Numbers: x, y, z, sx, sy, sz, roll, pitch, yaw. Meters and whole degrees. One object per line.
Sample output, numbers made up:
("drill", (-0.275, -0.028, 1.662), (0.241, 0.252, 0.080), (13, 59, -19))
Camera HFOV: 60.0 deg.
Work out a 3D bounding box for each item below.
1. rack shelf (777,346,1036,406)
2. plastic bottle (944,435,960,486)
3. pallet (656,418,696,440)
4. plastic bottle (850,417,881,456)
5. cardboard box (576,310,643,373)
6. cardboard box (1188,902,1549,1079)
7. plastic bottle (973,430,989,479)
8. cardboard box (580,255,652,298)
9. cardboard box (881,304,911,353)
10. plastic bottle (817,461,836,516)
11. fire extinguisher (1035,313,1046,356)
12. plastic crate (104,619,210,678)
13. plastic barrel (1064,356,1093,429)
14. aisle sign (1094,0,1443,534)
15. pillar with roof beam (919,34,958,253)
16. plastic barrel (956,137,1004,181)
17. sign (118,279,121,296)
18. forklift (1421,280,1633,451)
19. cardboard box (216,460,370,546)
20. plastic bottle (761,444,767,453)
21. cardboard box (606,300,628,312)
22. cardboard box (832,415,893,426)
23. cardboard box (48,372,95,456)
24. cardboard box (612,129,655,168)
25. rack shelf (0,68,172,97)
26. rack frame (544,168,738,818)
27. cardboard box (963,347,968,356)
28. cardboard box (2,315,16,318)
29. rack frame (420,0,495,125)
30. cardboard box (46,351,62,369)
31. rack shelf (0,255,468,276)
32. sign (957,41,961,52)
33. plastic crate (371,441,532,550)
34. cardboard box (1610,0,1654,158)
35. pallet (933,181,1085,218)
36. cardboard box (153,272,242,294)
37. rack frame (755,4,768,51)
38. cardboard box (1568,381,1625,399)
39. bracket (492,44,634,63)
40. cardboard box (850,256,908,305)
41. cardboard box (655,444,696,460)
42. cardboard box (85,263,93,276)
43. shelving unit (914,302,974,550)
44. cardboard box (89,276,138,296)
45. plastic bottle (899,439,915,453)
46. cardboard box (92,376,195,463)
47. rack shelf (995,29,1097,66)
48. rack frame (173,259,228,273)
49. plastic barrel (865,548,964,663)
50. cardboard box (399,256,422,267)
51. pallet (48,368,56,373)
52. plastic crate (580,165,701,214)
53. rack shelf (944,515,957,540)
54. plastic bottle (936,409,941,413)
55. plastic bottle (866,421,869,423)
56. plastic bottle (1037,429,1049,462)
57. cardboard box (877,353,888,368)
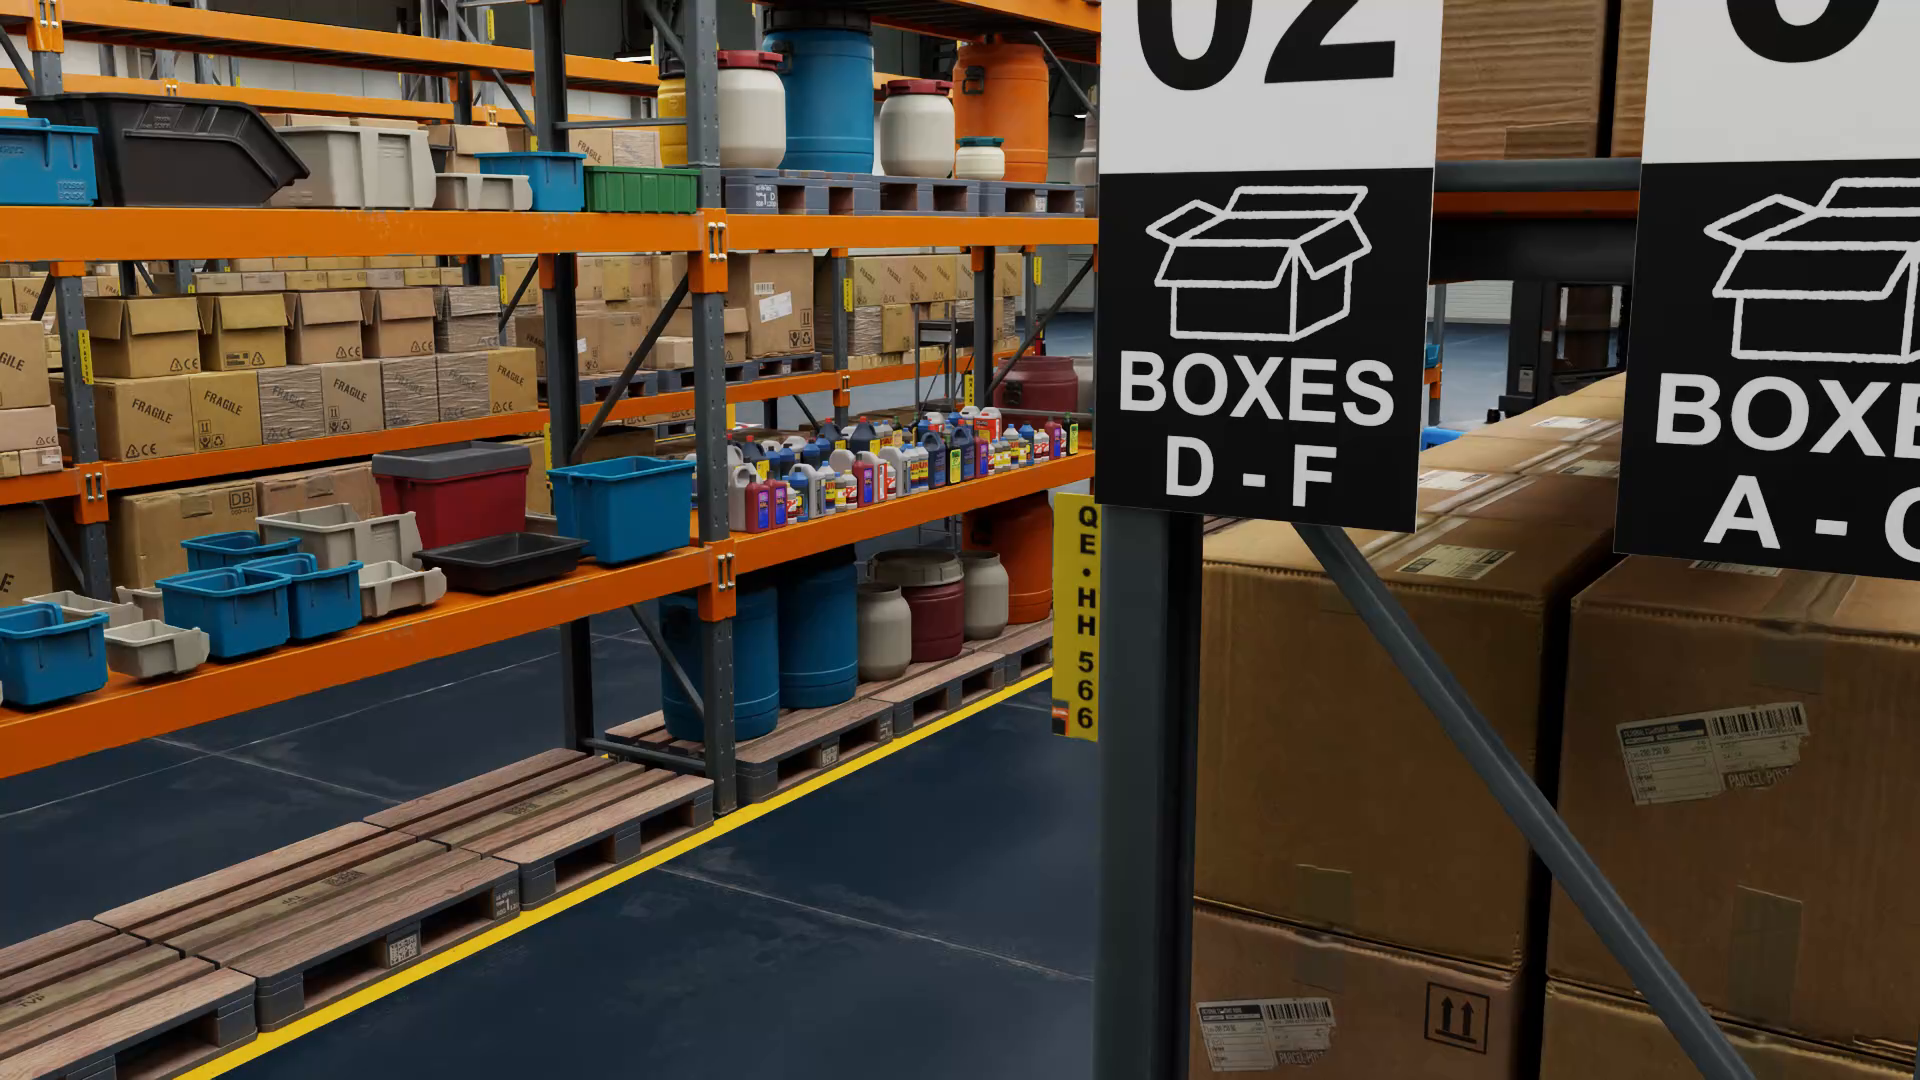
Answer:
("rack shelf", (-0.566, -1.912, 18.883), (1.077, 0.370, 4.000), (6, 12, 31))
("plastic bottle", (-0.052, -0.457, 9.475), (0.061, 0.283, 0.133), (6, 12, 31))
("pallet", (-4.063, -1.566, 22.658), (1.003, 0.211, 1.213), (6, 12, 31))
("plastic bottle", (-0.555, -0.551, 9.793), (0.144, 0.351, 0.185), (6, 12, 31))
("cardboard box", (-3.231, -1.763, 14.723), (0.700, 0.500, 0.500), (9, 14, 39))
("cardboard box", (0.630, 0.738, 2.503), (0.500, 0.500, 0.500), (7, 13, 32))
("plastic bottle", (0.113, -0.507, 9.742), (0.061, 0.283, 0.133), (6, 12, 31))
("cardboard box", (-4.554, -3.449, 21.798), (0.875, 0.550, 0.550), (6, 12, 31))
("cardboard box", (-1.028, -2.286, 17.849), (0.875, 0.500, 0.500), (6, 12, 31))
("plastic bottle", (-0.685, -0.266, 8.486), (0.097, 0.271, 0.097), (0, 11, 0))
("fire extinguisher", (0.926, -2.516, 20.365), (0.296, 0.674, 0.183), (6, 12, 31))
("plastic crate", (-2.602, 0.353, 5.384), (0.250, 0.136, 0.298), (6, 12, 31))
("plastic barrel", (0.903, -1.086, 12.212), (0.421, 0.512, 0.421), (0, 11, 0))
("aisle sign", (0.333, -0.413, 1.857), (0.394, 0.787, 0.004), (6, 12, 31))
("pillar with roof beam", (2.766, -10.289, 45.372), (9.100, 9.000, 0.548), (6, 12, 31))
("plastic barrel", (0.121, -2.279, 9.972), (0.301, 0.262, 0.301), (0, 11, 0))
("sign", (-8.344, -2.433, 16.567), (0.100, 0.325, 0.005), (6, 12, 31))
("forklift", (5.186, -1.179, 13.201), (1.130, 2.935, 3.031), (-7, 13, -34))
("cardboard box", (-4.980, -0.098, 11.872), (1.225, 0.875, 0.875), (6, 12, 29))
("plastic bottle", (-1.145, -0.388, 9.127), (0.152, 0.276, 0.135), (6, 12, 31))
("cardboard box", (-4.773, -2.829, 21.419), (0.875, 0.550, 0.500), (6, 12, 31))
("cardboard box", (-1.072, -1.078, 18.129), (0.500, 0.500, 0.500), (-9, 14, -39))
("cardboard box", (-5.748, -0.841, 10.939), (0.500, 0.500, 0.500), (6, 12, 31))
("cardboard box", (-2.951, -3.220, 14.133), (0.500, 0.500, 0.500), (6, 12, 31))
("rack shelf", (-8.906, -3.895, 14.263), (1.077, 0.370, 4.000), (6, 12, 31))
("rack frame", (-1.525, -0.219, 7.889), (1.000, 3.000, 0.127), (6, 12, 31))
("cardboard box", (-0.134, -2.194, 19.117), (0.380, 0.149, 0.250), (6, 12, 31))
("cardboard box", (-8.819, -1.968, 15.152), (0.380, 0.149, 0.250), (7, 13, 33))
("rack frame", (-5.791, -5.389, 19.201), (1.000, 3.000, 0.127), (6, 12, 31))
("cardboard box", (-8.266, -1.612, 14.870), (0.380, 0.149, 0.250), (6, 12, 28))
("rack shelf", (-4.720, -2.128, 11.887), (1.077, 0.370, 4.000), (6, 12, 31))
("sign", (0.009, -6.078, 20.129), (0.100, 0.325, 0.005), (6, 12, 31))
("plastic crate", (-2.203, -0.164, 7.255), (0.402, 0.464, 0.583), (6, 12, 31))
("cardboard box", (1.114, -0.574, 2.037), (0.500, 0.250, 0.500), (6, 12, 31))
("pallet", (0.071, -2.119, 10.398), (1.003, 0.211, 1.213), (6, 12, 31))
("cardboard box", (-7.626, -2.422, 16.663), (0.700, 0.500, 0.500), (6, 12, 30))
("rack frame", (-1.604, -4.899, 16.585), (1.000, 3.000, 0.127), (6, 12, 31))
("cardboard box", (1.954, -0.158, 4.571), (0.500, 0.500, 0.500), (6, 12, 29))
("bracket", (-8.393, -10.078, 34.463), (0.076, 0.066, 4.783), (6, 12, 31))
("cardboard box", (-0.895, -2.763, 17.677), (0.500, 0.500, 0.500), (6, 12, 31))
("cardboard box", (-2.785, -0.595, 15.491), (0.700, 0.500, 0.500), (8, 13, 35))
("cardboard box", (-11.097, -3.397, 20.879), (0.380, 0.149, 0.250), (7, 13, 34))
("shelving unit", (-0.086, -1.006, 14.536), (0.431, 2.100, 0.503), (6, 12, 31))
("cardboard box", (-10.647, -3.046, 20.766), (0.500, 0.500, 0.500), (7, 13, 33))
("plastic bottle", (-0.296, -0.435, 9.388), (0.097, 0.271, 0.097), (0, 11, 0))
("cardboard box", (-5.305, -0.790, 10.666), (0.500, 0.500, 0.500), (6, 12, 31))
("rack shelf", (1.590, -3.562, 12.480), (1.077, 0.370, 4.000), (6, 12, 31))
("rack frame", (-10.074, -2.897, 22.194), (1.000, 3.000, 0.127), (6, 12, 31))
("plastic barrel", (-0.274, 0.387, 10.064), (0.600, 0.588, 0.708), (6, 12, 31))
("cardboard box", (-8.345, -4.033, 24.464), (0.700, 0.500, 0.500), (7, 12, 31))
("pallet", (-8.861, -1.402, 14.726), (1.003, 0.211, 1.213), (6, 12, 31))
("plastic crate", (-1.486, -1.494, 7.122), (0.450, 0.188, 0.662), (6, 12, 31))
("rack shelf", (-0.086, -0.305, 14.668), (0.431, 0.518, 0.480), (6, 12, 31))
("plastic bottle", (-0.159, -0.707, 10.808), (0.061, 0.283, 0.133), (6, 12, 31))
("plastic bottle", (-0.588, -0.577, 10.114), (0.061, 0.283, 0.133), (6, 12, 31))
("plastic bottle", (0.511, -0.594, 10.428), (0.097, 0.201, 0.097), (0, 11, 0))
("cardboard box", (-0.989, -1.912, 17.615), (0.380, 0.149, 0.250), (6, 12, 31))
